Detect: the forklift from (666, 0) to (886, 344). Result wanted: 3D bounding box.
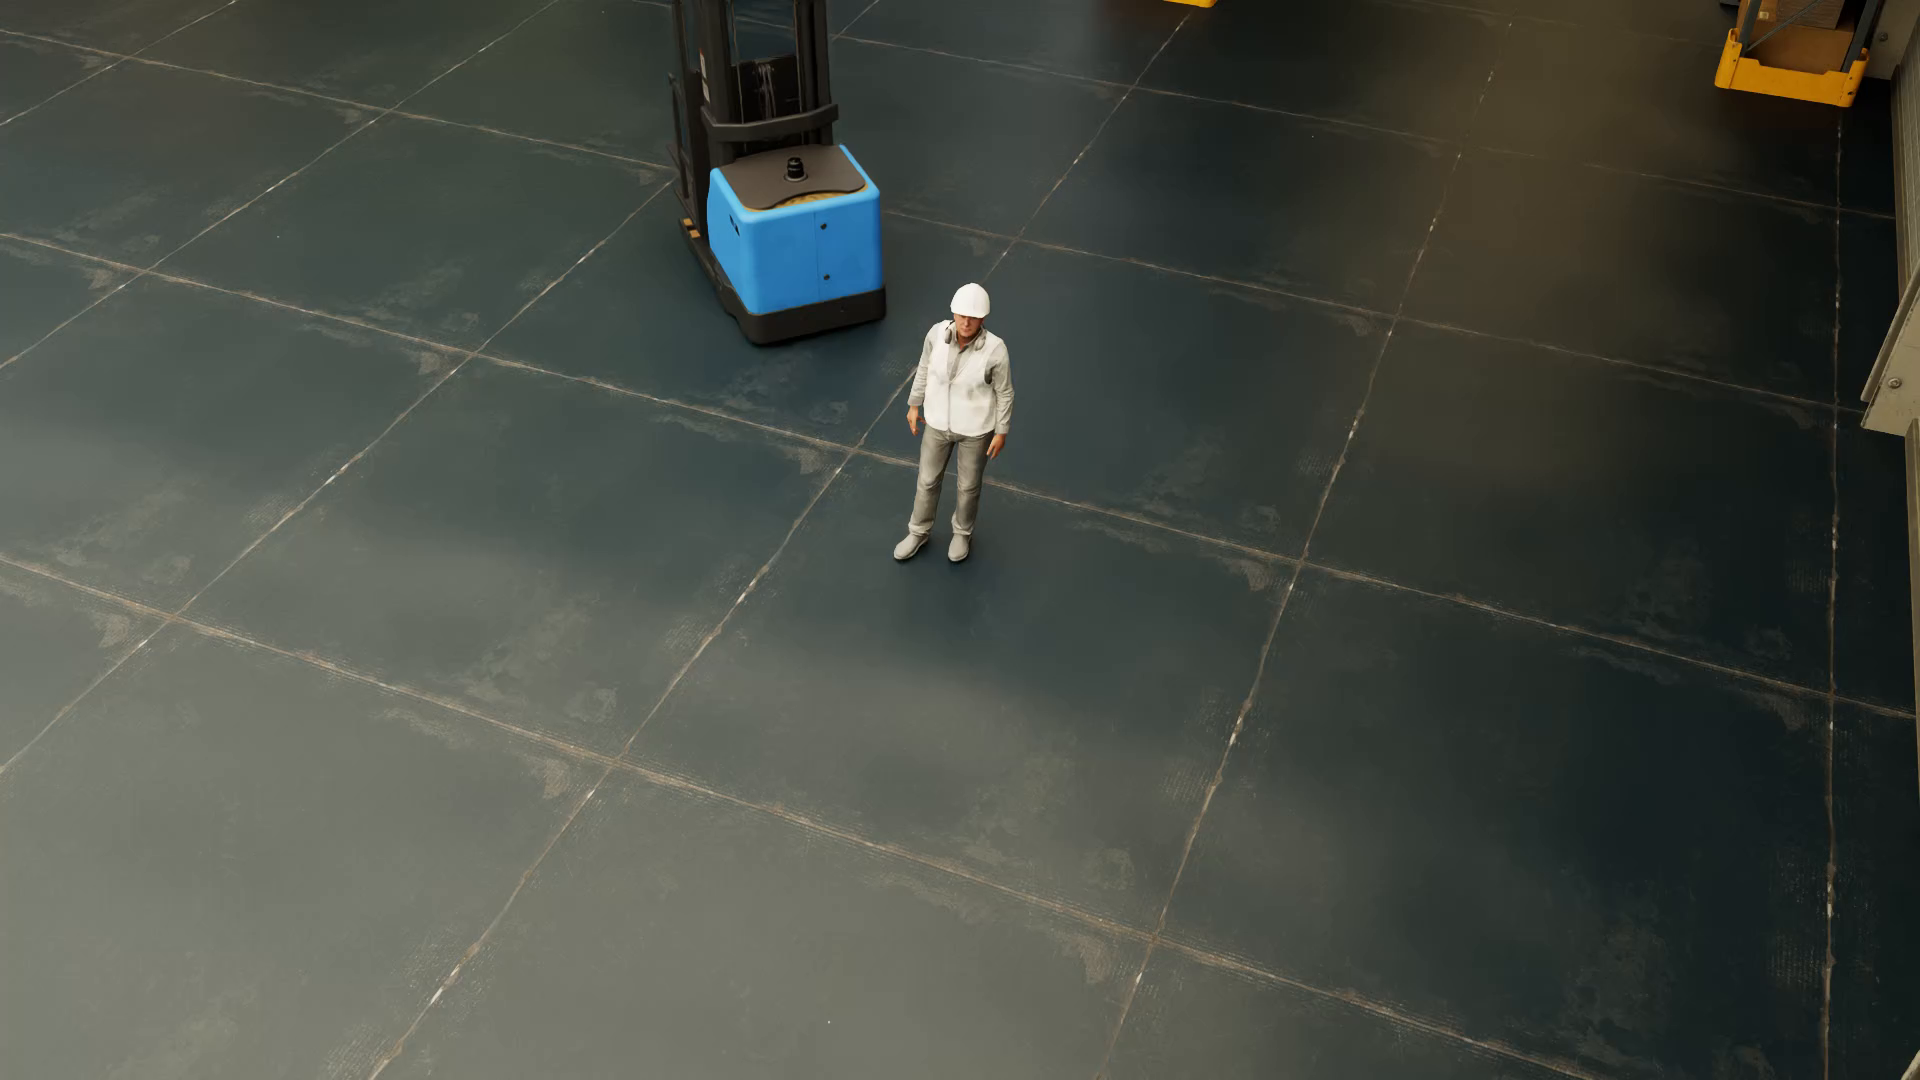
[{"bbox_3d":[-1.570,-3.474,12.156,1.130,2.935,3.031,-15,42,-17],"label":"forklift"}]

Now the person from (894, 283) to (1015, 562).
[{"bbox_3d":[-0.031,-0.648,9.675,0.633,1.770,0.566,15,42,17],"label":"person"}]
